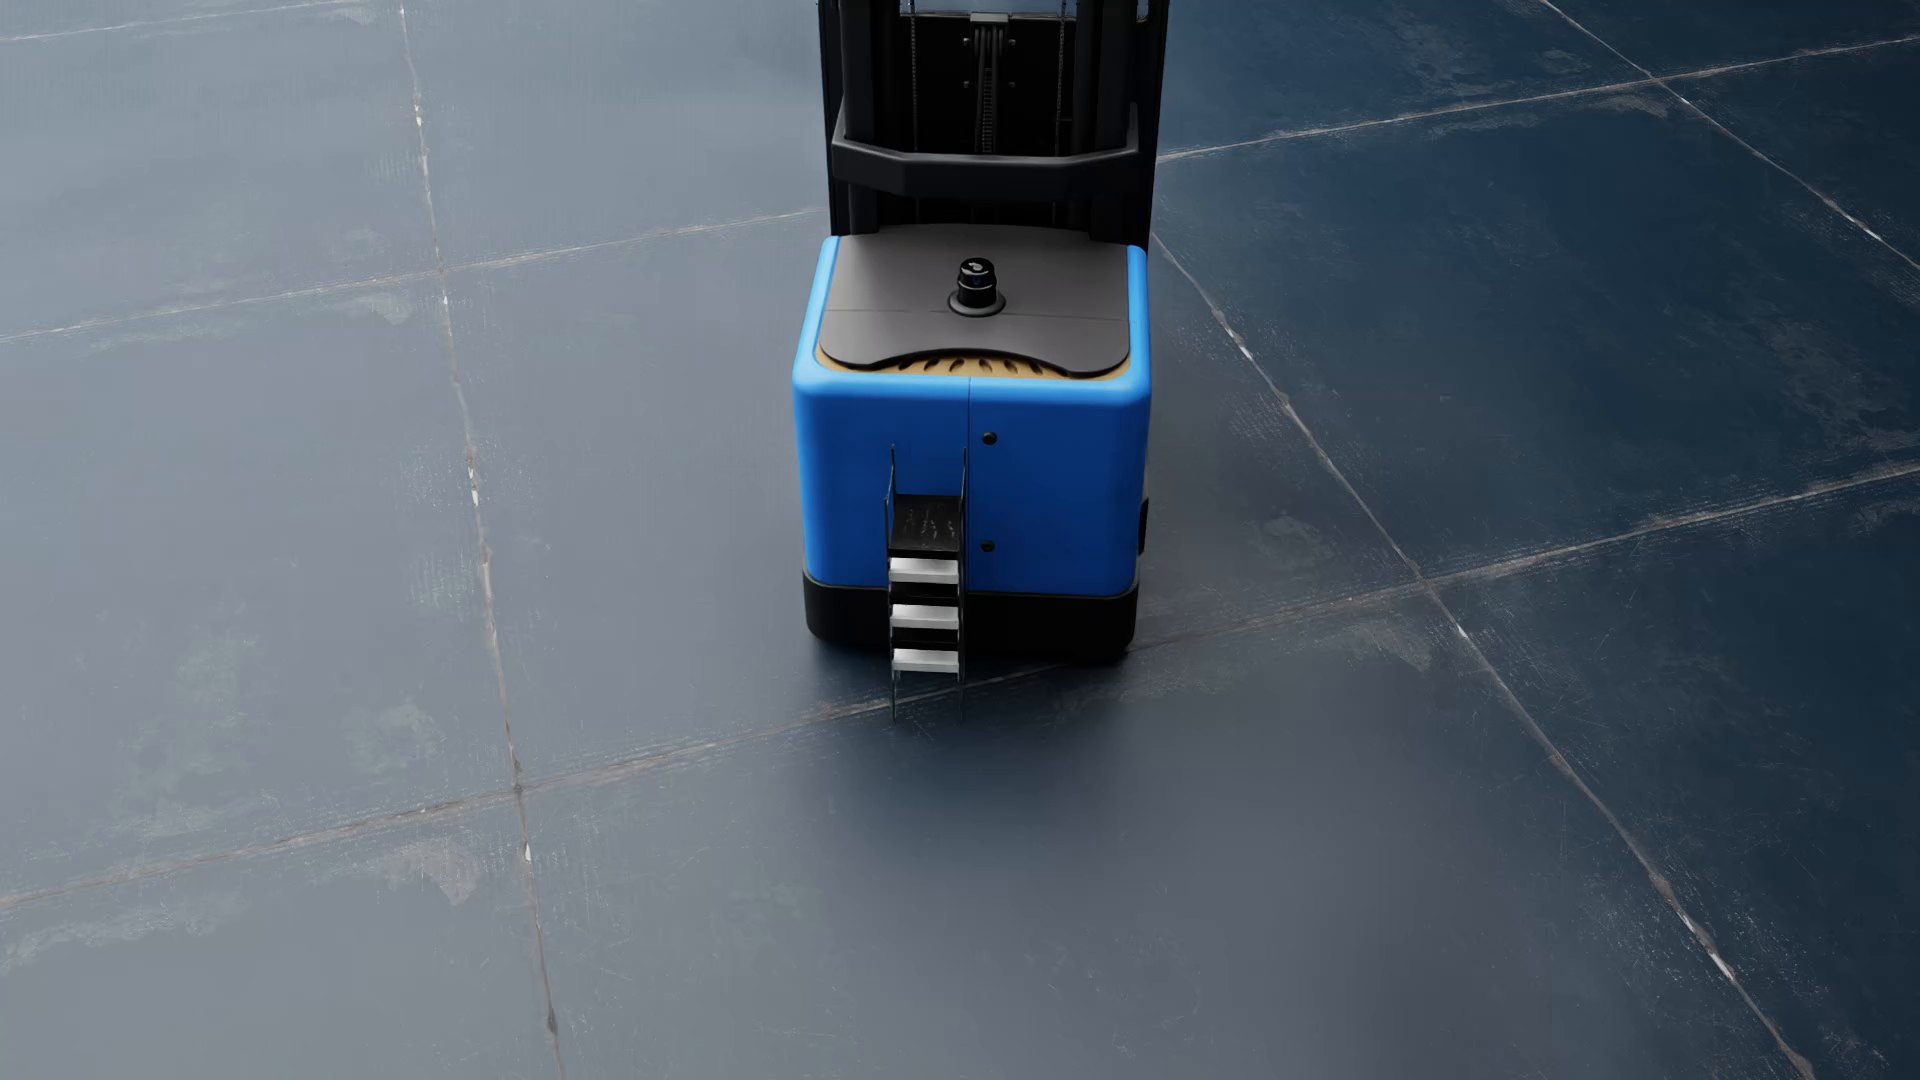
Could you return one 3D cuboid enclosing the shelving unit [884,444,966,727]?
[{"bbox_3d":[-0.095,0.152,4.892,0.210,0.900,0.258,2,41,3],"label":"shelving unit"}]

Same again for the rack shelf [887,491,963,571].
[{"bbox_3d":[-0.095,-0.026,4.736,0.200,0.077,0.258,2,41,3],"label":"rack shelf"}]

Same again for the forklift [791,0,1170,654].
[{"bbox_3d":[0.118,-1.701,5.469,1.130,2.935,3.031,2,41,3],"label":"forklift"}]

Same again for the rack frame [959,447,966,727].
[{"bbox_3d":[0.007,0.156,4.887,0.006,0.900,0.240,2,41,3],"label":"rack frame"}]

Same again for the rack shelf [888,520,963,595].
[{"bbox_3d":[-0.095,0.041,4.795,0.200,0.077,0.258,2,41,3],"label":"rack shelf"}]

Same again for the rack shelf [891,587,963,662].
[{"bbox_3d":[-0.095,0.244,4.973,0.200,0.077,0.258,2,41,3],"label":"rack shelf"}]

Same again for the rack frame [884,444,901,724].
[{"bbox_3d":[-0.196,0.147,4.897,0.006,0.900,0.240,2,41,3],"label":"rack frame"}]

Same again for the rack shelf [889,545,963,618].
[{"bbox_3d":[-0.095,0.109,4.855,0.200,0.077,0.258,2,41,3],"label":"rack shelf"}]

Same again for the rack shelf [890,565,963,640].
[{"bbox_3d":[-0.095,0.177,4.914,0.200,0.077,0.258,2,41,3],"label":"rack shelf"}]

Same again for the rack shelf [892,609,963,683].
[{"bbox_3d":[-0.095,0.312,5.033,0.200,0.077,0.258,2,41,3],"label":"rack shelf"}]
